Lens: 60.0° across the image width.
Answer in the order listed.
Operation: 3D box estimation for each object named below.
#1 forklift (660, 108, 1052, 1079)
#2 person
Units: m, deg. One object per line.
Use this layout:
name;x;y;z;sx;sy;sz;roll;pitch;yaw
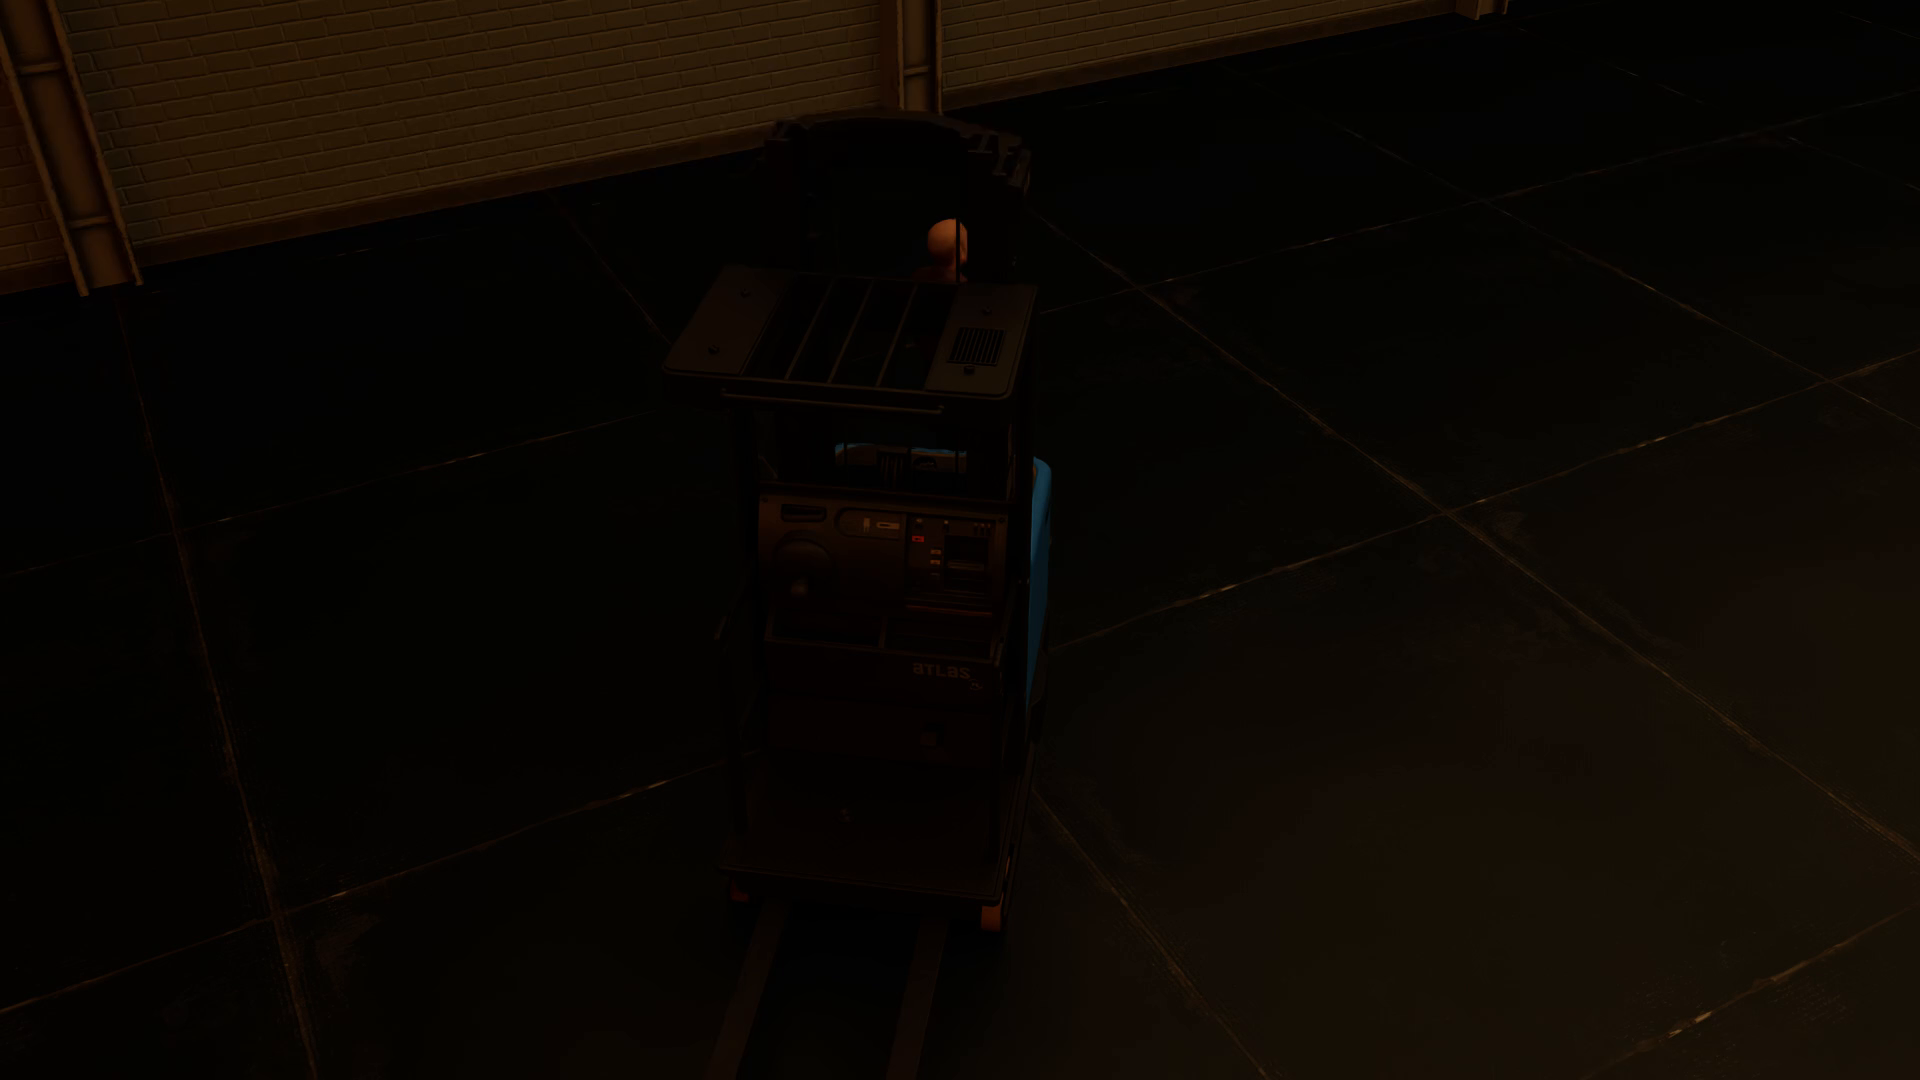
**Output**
forklift;-0.319;0.111;5.966;1.130;2.935;3.031;5;36;7
person;0.085;-0.758;8.196;0.549;1.778;0.699;-18;39;-23
